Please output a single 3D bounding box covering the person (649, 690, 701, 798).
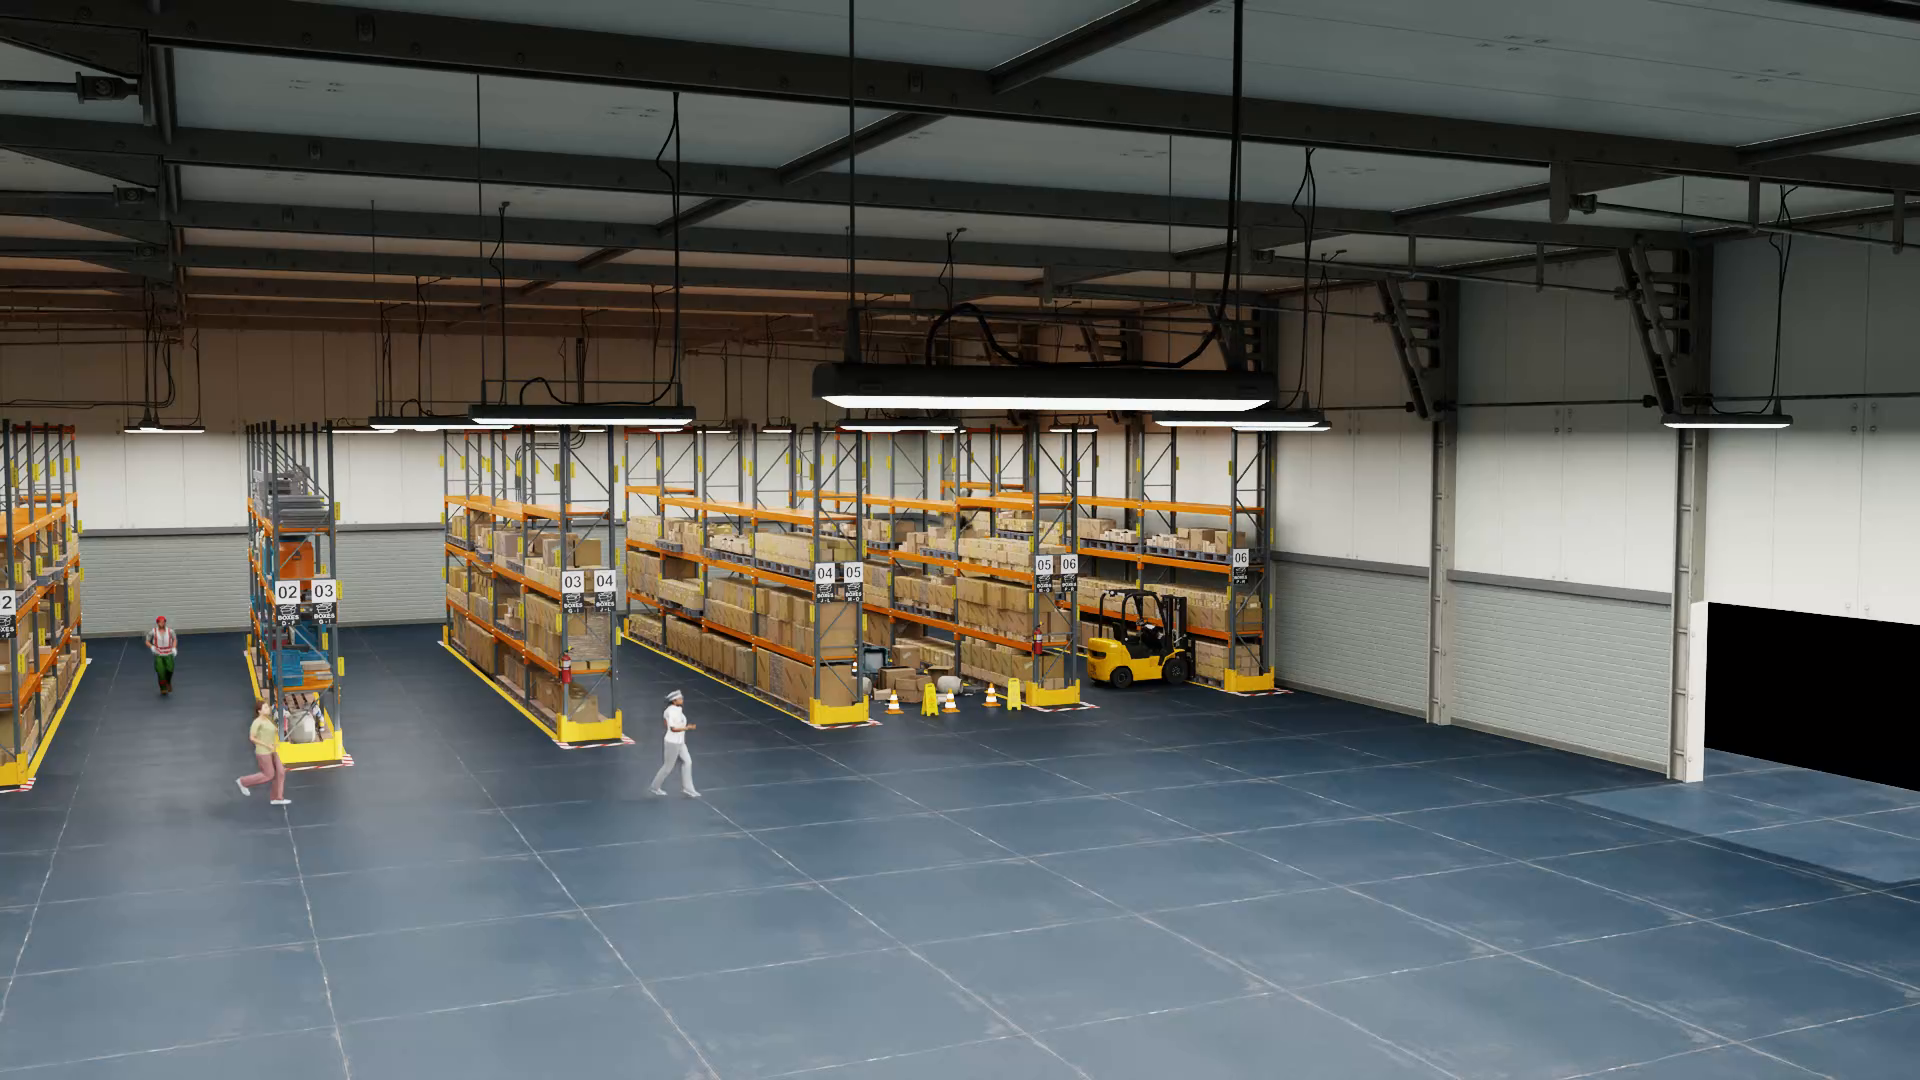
[{"bbox_3d":[-4.505,3.216,26.239,0.803,1.723,0.577,0,4,0],"label":"person"}]

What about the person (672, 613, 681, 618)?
[{"bbox_3d":[-8.489,1.823,49.226,1.078,1.593,0.725,3,4,36],"label":"person"}]

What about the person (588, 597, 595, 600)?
[{"bbox_3d":[-10.795,1.987,47.813,0.718,1.495,0.531,1,4,12],"label":"person"}]

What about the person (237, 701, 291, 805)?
[{"bbox_3d":[-10.792,3.301,25.805,0.806,1.631,0.593,0,4,1],"label":"person"}]

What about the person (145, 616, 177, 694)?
[{"bbox_3d":[-17.613,2.546,36.719,0.656,1.746,0.575,-2,4,-32],"label":"person"}]
